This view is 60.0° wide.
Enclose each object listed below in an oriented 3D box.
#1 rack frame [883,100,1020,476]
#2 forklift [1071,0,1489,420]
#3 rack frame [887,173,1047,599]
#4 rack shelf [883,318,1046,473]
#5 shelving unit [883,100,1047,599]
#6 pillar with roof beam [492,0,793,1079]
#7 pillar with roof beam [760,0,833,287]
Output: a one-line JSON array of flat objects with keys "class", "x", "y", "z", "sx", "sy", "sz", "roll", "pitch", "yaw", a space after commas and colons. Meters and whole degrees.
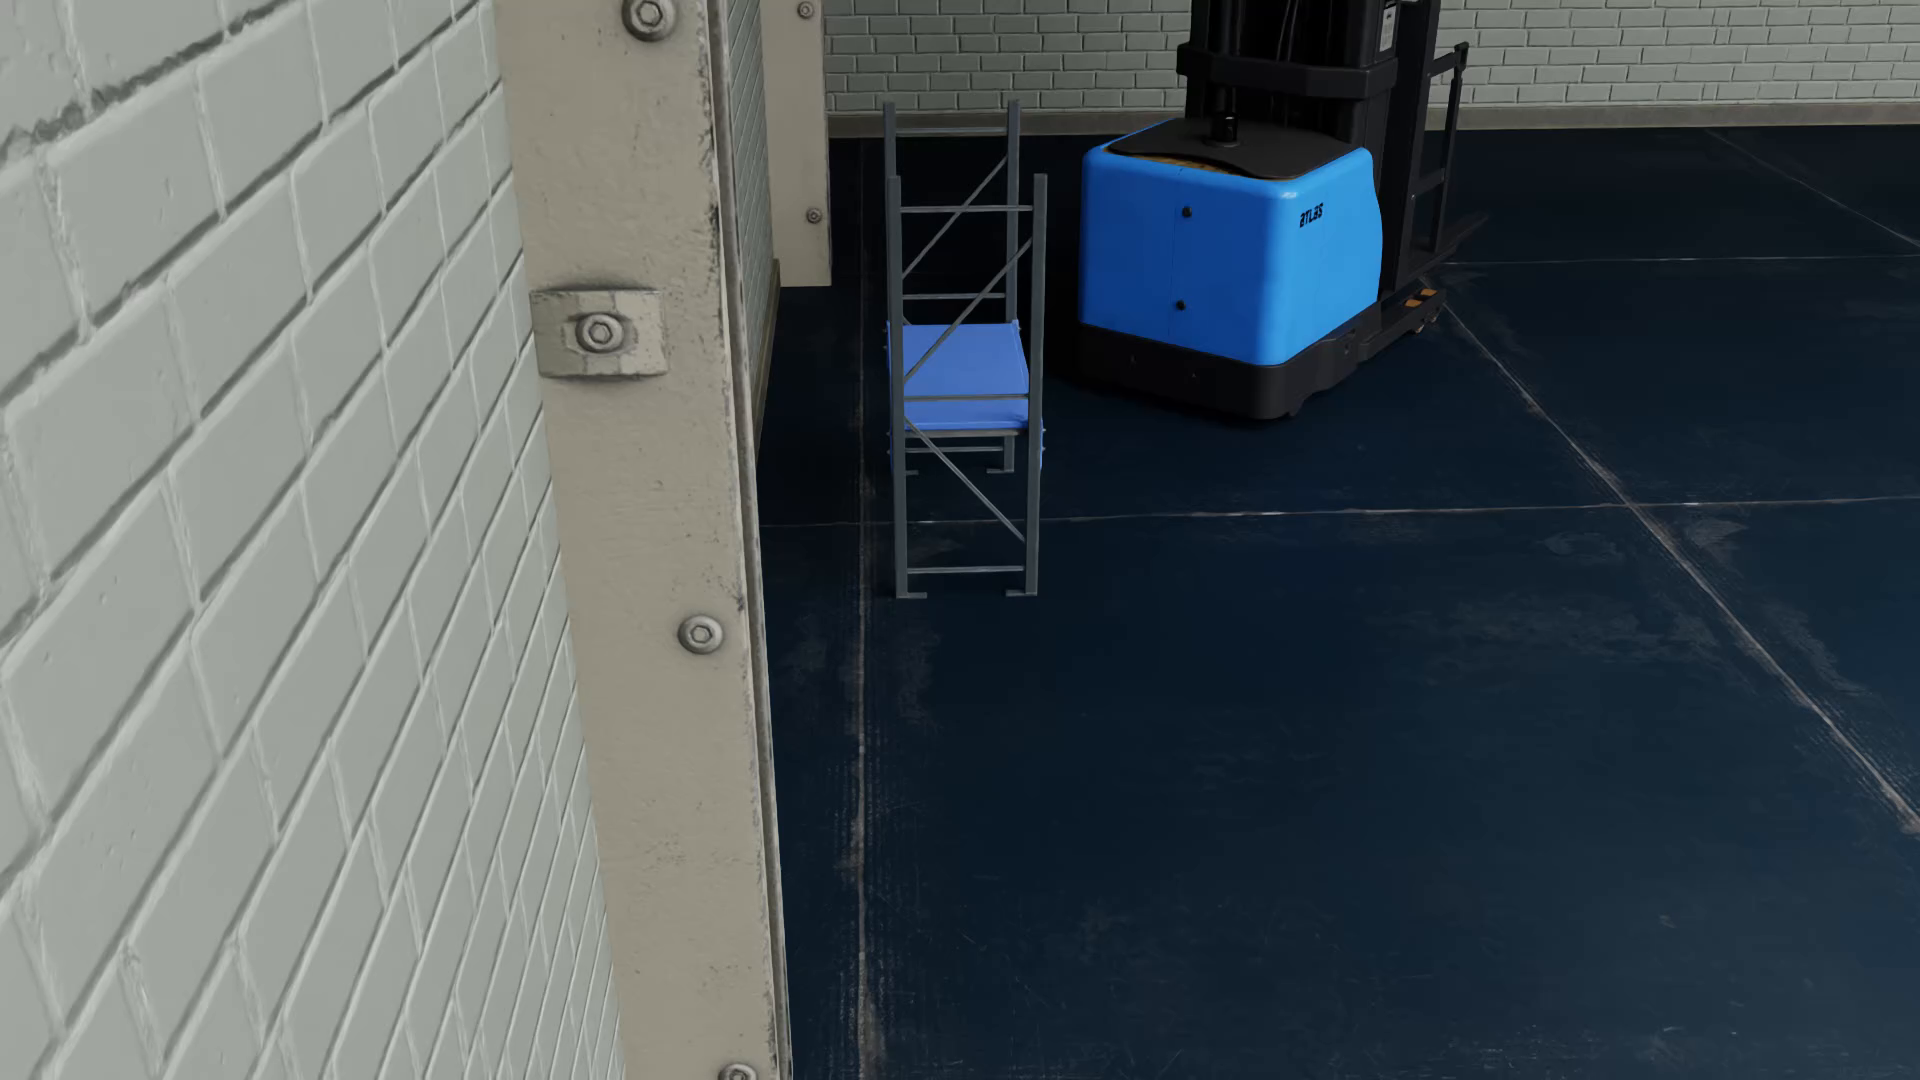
[{"class": "rack frame", "x": -0.031, "y": -0.939, "z": 6.429, "sx": 0.500, "sy": 1.500, "sz": 0.032, "roll": -1, "pitch": 28, "yaw": -3}, {"class": "forklift", "x": 1.781, "y": -2.437, "z": 7.753, "sx": 1.130, "sy": 2.935, "sz": 3.031, "roll": 19, "pitch": 33, "yaw": 31}, {"class": "rack frame", "x": 0.022, "y": -0.470, "z": 5.529, "sx": 0.500, "sy": 1.500, "sz": 0.032, "roll": -1, "pitch": 28, "yaw": -3}, {"class": "rack shelf", "x": -0.004, "y": -0.545, "z": 6.062, "sx": 0.538, "sy": 0.185, "sz": 1.000, "roll": -1, "pitch": 28, "yaw": -3}, {"class": "shelving unit", "x": -0.004, "y": -0.704, "z": 5.979, "sx": 0.538, "sy": 1.500, "sz": 1.048, "roll": -1, "pitch": 28, "yaw": -3}, {"class": "pillar with roof beam", "x": 3.765, "y": -2.764, "z": 1.818, "sx": 9.100, "sy": 9.000, "sz": 0.400, "roll": -1, "pitch": 28, "yaw": -3}, {"class": "pillar with roof beam", "x": 3.452, "y": -5.535, "z": 7.131, "sx": 9.100, "sy": 9.000, "sz": 0.400, "roll": -1, "pitch": 28, "yaw": -3}]
